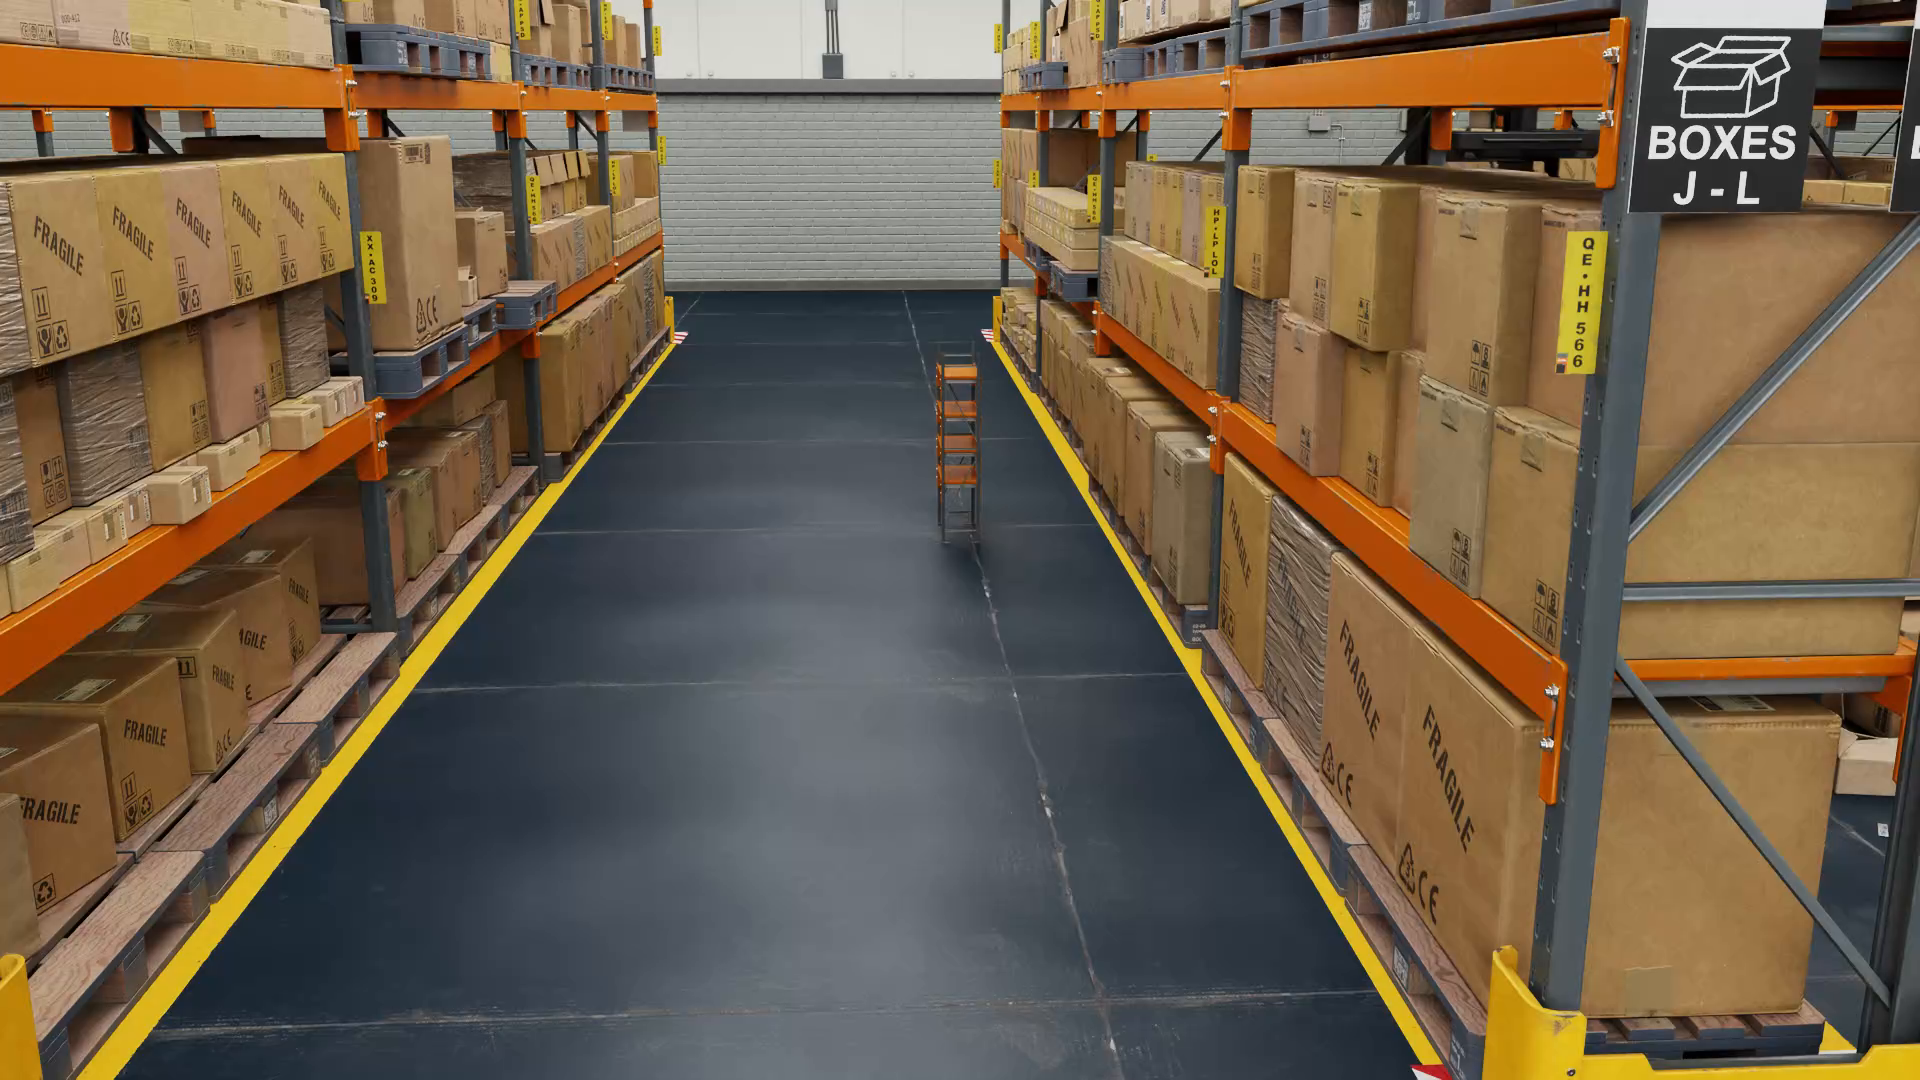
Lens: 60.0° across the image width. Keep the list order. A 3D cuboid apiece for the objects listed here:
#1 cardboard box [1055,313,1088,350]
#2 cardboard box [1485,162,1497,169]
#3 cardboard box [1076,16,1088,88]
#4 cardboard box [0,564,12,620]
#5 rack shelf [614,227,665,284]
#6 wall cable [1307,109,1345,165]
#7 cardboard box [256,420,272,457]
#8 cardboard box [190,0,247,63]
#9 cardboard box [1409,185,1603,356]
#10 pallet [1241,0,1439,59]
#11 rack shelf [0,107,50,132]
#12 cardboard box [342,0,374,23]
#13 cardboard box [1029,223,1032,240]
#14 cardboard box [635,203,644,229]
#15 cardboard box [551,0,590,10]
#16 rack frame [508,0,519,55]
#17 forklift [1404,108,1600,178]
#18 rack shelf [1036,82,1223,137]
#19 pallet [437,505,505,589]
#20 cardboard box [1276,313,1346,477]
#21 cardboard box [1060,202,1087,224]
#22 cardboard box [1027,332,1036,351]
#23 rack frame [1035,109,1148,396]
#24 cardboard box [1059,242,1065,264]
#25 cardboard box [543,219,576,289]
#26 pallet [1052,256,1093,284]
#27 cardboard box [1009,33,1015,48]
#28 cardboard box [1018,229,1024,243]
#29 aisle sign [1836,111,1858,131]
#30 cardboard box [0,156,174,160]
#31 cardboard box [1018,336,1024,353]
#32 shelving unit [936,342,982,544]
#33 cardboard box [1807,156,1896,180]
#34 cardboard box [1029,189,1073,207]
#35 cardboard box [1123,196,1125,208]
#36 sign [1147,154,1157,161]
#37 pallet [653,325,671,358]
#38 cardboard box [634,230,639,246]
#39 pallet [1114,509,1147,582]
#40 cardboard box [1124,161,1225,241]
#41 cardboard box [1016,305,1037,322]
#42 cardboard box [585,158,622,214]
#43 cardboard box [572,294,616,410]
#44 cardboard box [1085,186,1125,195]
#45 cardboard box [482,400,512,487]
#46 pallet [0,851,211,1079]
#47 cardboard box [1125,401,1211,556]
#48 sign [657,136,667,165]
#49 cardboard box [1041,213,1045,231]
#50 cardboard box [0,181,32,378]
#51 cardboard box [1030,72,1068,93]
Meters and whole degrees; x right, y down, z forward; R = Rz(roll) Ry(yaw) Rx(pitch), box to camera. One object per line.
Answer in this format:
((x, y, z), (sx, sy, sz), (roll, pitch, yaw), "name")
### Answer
((1.075, -1.766, 14.040), (0.500, 0.250, 0.500), (0, 14, -1), "cardboard box")
((5.795, -3.857, 17.292), (0.500, 0.500, 0.500), (-1, 14, -3), "cardboard box")
((1.145, -3.626, 12.379), (0.500, 0.500, 0.500), (-1, 14, -3), "cardboard box")
((-2.759, 0.163, 4.377), (0.380, 0.149, 0.250), (-1, 14, -3), "cardboard box")
((-3.851, -2.955, 17.435), (1.077, 0.370, 4.000), (-1, 14, -3), "rack shelf")
((5.544, -5.863, 25.192), (0.585, 1.953, 0.123), (-1, 14, -3), "wall cable")
((-2.952, -0.396, 6.548), (0.380, 0.149, 0.250), (-1, 14, -3), "cardboard box")
((-2.884, -1.830, 5.902), (0.500, 0.250, 0.500), (-1, 14, -4), "cardboard box")
((1.964, -0.838, 5.296), (0.875, 0.550, 0.550), (-1, 14, -3), "cardboard box")
((1.766, -2.074, 6.725), (1.003, 0.211, 1.213), (-1, 14, -3), "pallet")
((-8.546, -3.336, 12.898), (1.077, 0.370, 4.000), (-1, 14, -3), "rack shelf")
((-3.161, -2.641, 7.701), (0.797, 0.503, 0.637), (-2, 15, -6), "cardboard box")
((0.818, -2.765, 14.915), (0.380, 0.149, 0.250), (-1, 14, -3), "cardboard box")
((-3.581, -3.374, 17.322), (0.500, 0.250, 0.500), (-1, 14, -3), "cardboard box")
((-3.779, -5.156, 15.777), (0.500, 0.250, 0.500), (-2, 15, -7), "cardboard box")
((-3.479, -4.717, 10.798), (1.000, 3.000, 0.127), (-1, 14, -3), "rack frame")
((3.772, -1.843, 11.808), (1.130, 2.935, 3.031), (-2, 15, -8), "forklift")
((1.354, -3.464, 13.395), (1.077, 0.370, 4.000), (-1, 14, -3), "rack shelf")
((-3.360, 0.036, 9.961), (1.003, 0.211, 1.213), (-1, 14, -3), "pallet")
((1.733, -0.576, 6.445), (0.875, 0.550, 0.550), (-1, 14, -3), "cardboard box")
((0.960, -2.475, 12.593), (0.380, 0.149, 0.250), (0, 14, -2), "cardboard box")
((0.864, -1.965, 16.424), (0.380, 0.149, 0.250), (-2, 15, -6), "cardboard box")
((1.230, -2.857, 15.612), (1.000, 3.000, 0.127), (-1, 14, -3), "rack frame")
((0.958, -2.186, 12.663), (0.380, 0.149, 0.250), (-1, 14, -2), "cardboard box")
((-3.307, -2.240, 13.013), (0.500, 0.500, 0.500), (-1, 14, -4), "cardboard box")
((1.314, -2.261, 13.681), (1.003, 0.211, 1.213), (-1, 14, -3), "pallet")
((0.731, -5.391, 17.935), (0.380, 0.149, 0.250), (-1, 14, -3), "cardboard box")
((0.810, -3.191, 17.412), (0.380, 0.149, 0.250), (-1, 14, -2), "cardboard box")
((10.573, -5.303, 19.899), (0.394, 0.787, 0.004), (-1, 14, -3), "aisle sign")
((-3.425, -1.253, 6.572), (0.500, 0.500, 0.500), (-1, 14, -3), "cardboard box")
((0.801, -2.030, 17.274), (0.380, 0.149, 0.250), (-1, 14, -4), "cardboard box")
((-0.010, -0.622, 10.537), (0.258, 1.200, 0.503), (-1, 14, -3), "shelving unit")
((6.625, -2.623, 12.495), (0.500, 0.500, 0.500), (-1, 14, -5), "cardboard box")
((0.819, -3.053, 14.839), (0.380, 0.149, 0.250), (0, 14, -2), "cardboard box")
((1.548, -2.739, 13.621), (0.380, 0.149, 0.250), (-1, 14, -4), "cardboard box")
((1.784, -3.428, 15.505), (0.100, 0.325, 0.005), (-1, 14, -3), "sign")
((-3.847, -2.253, 18.858), (1.003, 0.211, 1.213), (-1, 14, -3), "pallet")
((-3.494, -3.085, 17.002), (0.380, 0.149, 0.250), (-1, 14, -3), "cardboard box")
((1.524, -0.012, 10.150), (1.003, 0.211, 1.213), (-1, 14, -3), "pallet")
((1.496, -2.283, 11.174), (0.700, 0.500, 0.500), (-1, 14, -4), "cardboard box")
((0.794, -2.376, 17.425), (0.380, 0.149, 0.250), (-1, 14, -5), "cardboard box")
((-3.501, -3.364, 15.779), (0.500, 0.500, 0.500), (-1, 14, -3), "cardboard box")
((-3.611, -1.599, 14.143), (1.225, 0.875, 0.875), (-1, 14, -5), "cardboard box")
((1.451, -3.177, 16.056), (0.500, 0.500, 0.500), (-1, 14, -4), "cardboard box")
((-3.418, -0.647, 11.156), (0.700, 0.500, 0.500), (-2, 15, -6), "cardboard box")
((-3.003, 1.307, 5.021), (1.003, 0.211, 1.213), (-1, 14, -3), "pallet")
((1.541, -0.375, 9.635), (1.050, 0.750, 0.750), (-1, 14, -3), "cardboard box")
((-3.432, -4.481, 19.124), (0.100, 0.325, 0.005), (-1, 14, -3), "sign")
((0.881, -2.652, 13.878), (0.380, 0.149, 0.250), (-1, 14, -4), "cardboard box")
((-2.745, -0.639, 4.187), (0.500, 0.500, 0.500), (-1, 14, -3), "cardboard box")
((0.930, -4.355, 15.715), (0.500, 0.250, 0.500), (-1, 14, -2), "cardboard box")
